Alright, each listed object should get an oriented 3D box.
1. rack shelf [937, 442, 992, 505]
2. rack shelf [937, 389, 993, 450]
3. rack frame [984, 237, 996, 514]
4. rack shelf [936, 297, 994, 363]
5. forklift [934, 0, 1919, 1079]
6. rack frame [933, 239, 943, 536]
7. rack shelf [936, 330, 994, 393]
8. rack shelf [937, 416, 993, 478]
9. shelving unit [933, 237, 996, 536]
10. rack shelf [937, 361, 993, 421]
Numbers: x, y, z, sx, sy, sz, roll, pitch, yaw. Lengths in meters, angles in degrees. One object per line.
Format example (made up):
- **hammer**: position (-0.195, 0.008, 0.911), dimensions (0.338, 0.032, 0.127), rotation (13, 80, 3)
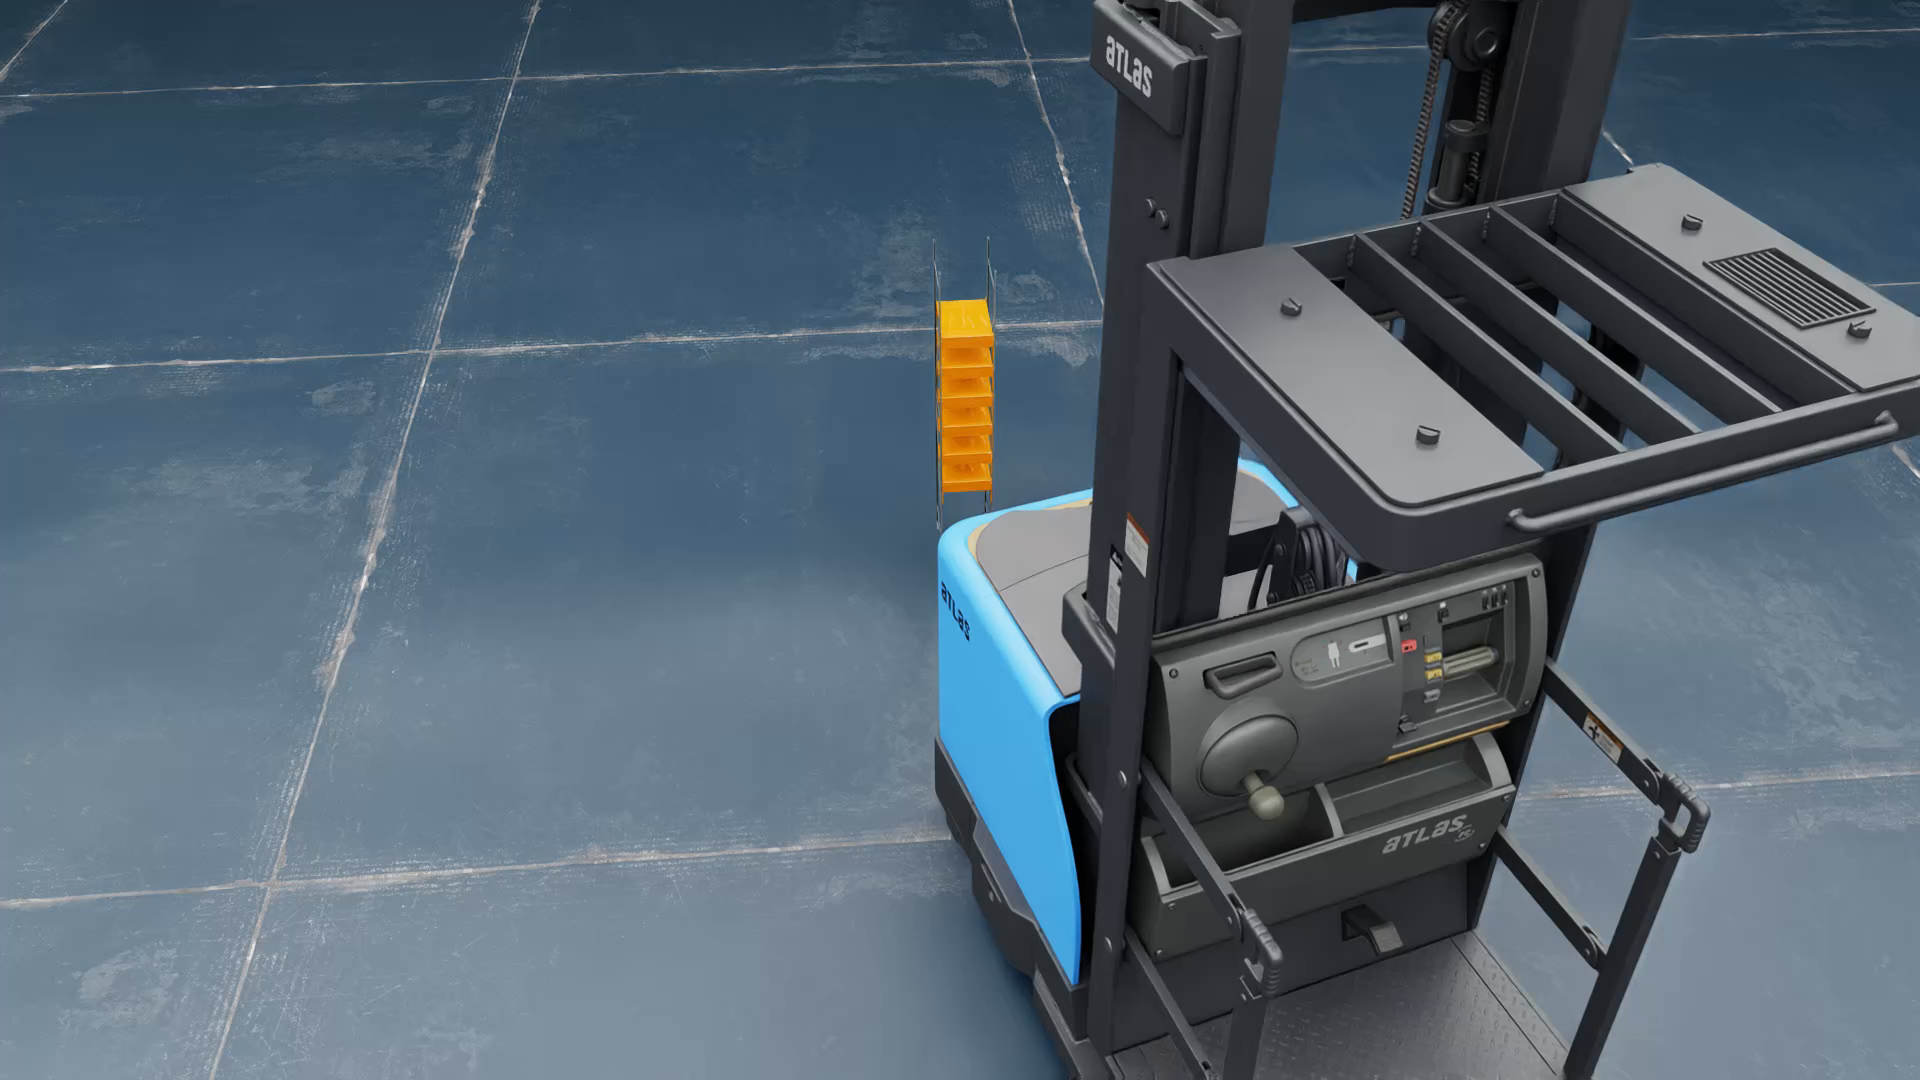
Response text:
- **rack shelf**: position (0.014, -0.249, 6.056), dimensions (0.180, 0.103, 0.258), rotation (-3, 38, -4)
- **rack shelf**: position (0.014, -0.437, 5.907), dimensions (0.180, 0.103, 0.258), rotation (-3, 38, -4)
- **rack frame**: position (0.106, -0.477, 5.886), dimensions (0.006, 1.200, 0.240), rotation (-3, 38, -4)
- **rack shelf**: position (0.014, -0.720, 5.684), dimensions (0.180, 0.103, 0.258), rotation (-3, 38, -4)
- **forklift**: position (0.931, 0.390, 3.390), dimensions (1.130, 2.935, 3.031), rotation (-14, 40, -17)
- **rack frame**: position (-0.077, -0.467, 5.873), dimensions (0.006, 1.200, 0.240), rotation (-3, 38, -4)
- **rack shelf**: position (0.014, -0.625, 5.758), dimensions (0.180, 0.103, 0.258), rotation (-3, 38, -4)
- **rack shelf**: position (0.014, -0.343, 5.981), dimensions (0.180, 0.103, 0.258), rotation (-3, 38, -4)
- **shelving unit**: position (0.014, -0.472, 5.879), dimensions (0.189, 1.200, 0.258), rotation (-3, 38, -4)
- **rack shelf**: position (0.014, -0.531, 5.833), dimensions (0.180, 0.103, 0.258), rotation (-3, 38, -4)
